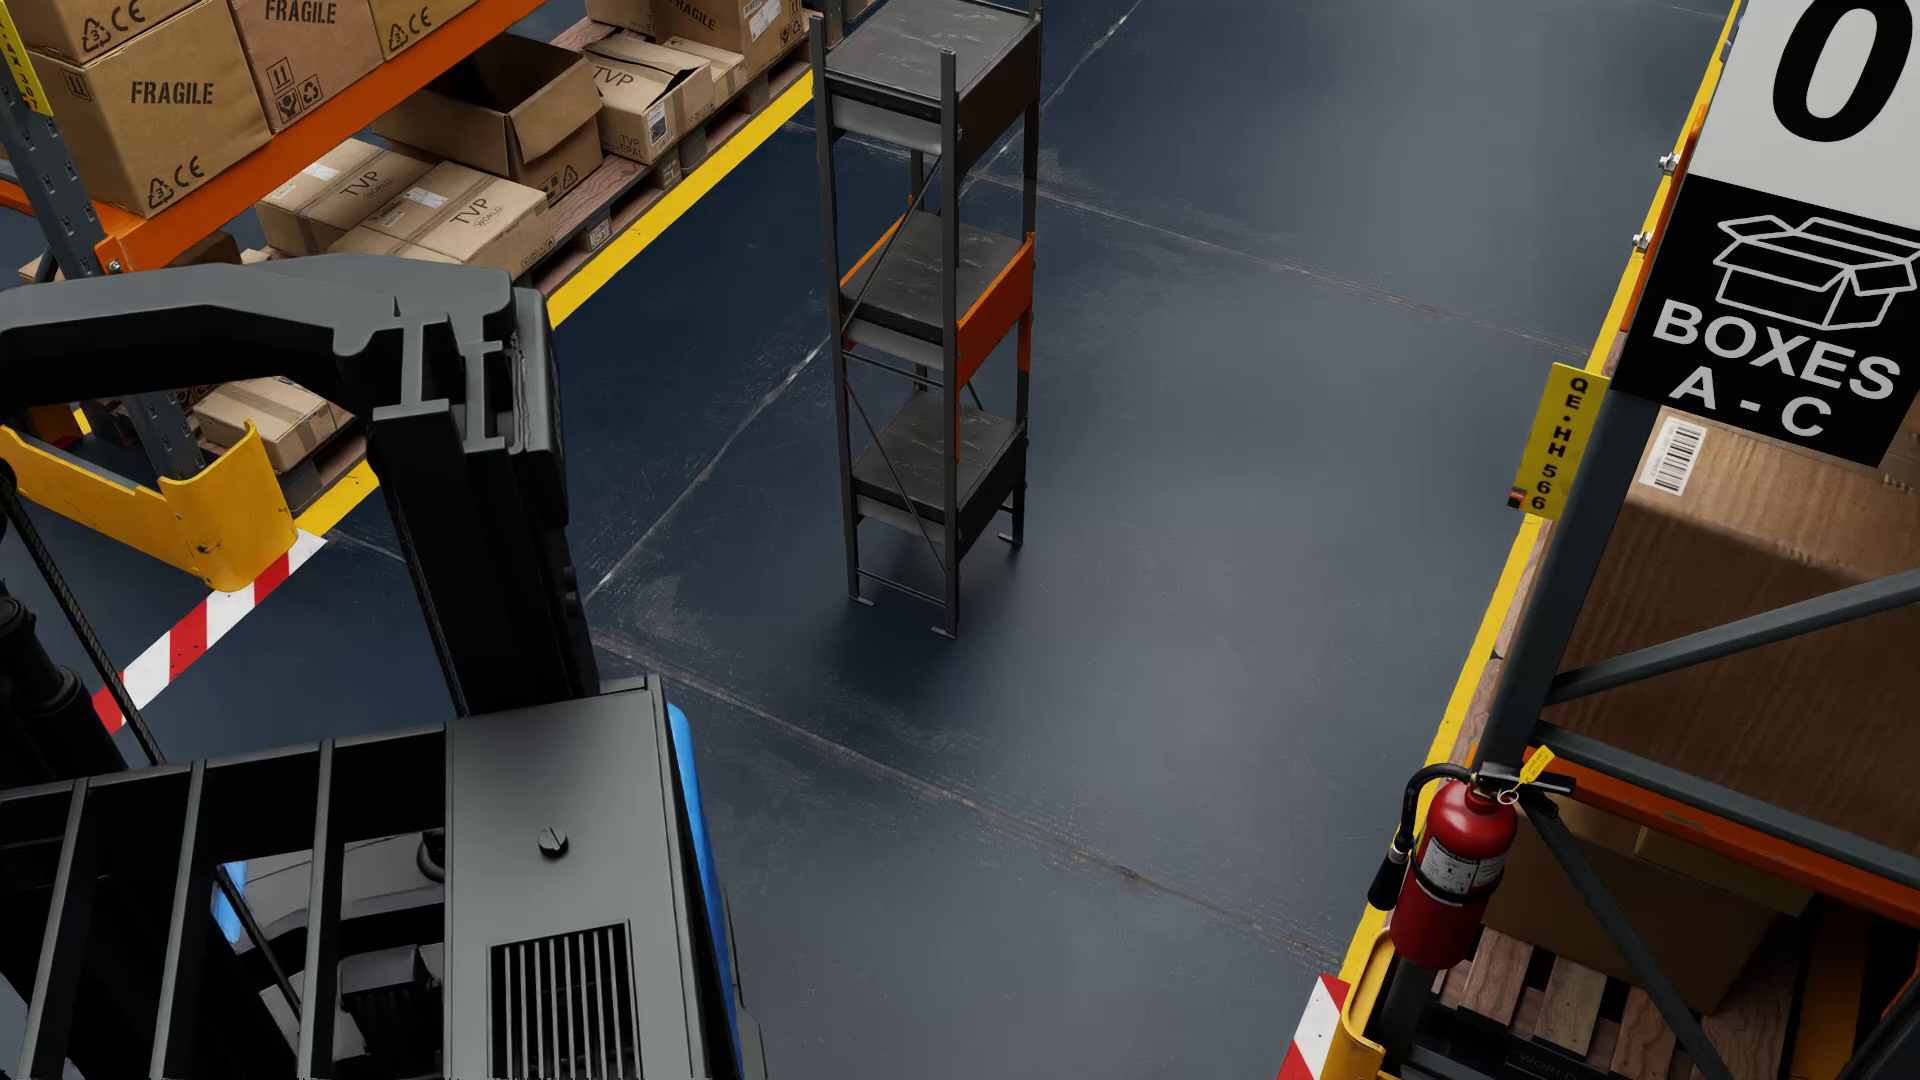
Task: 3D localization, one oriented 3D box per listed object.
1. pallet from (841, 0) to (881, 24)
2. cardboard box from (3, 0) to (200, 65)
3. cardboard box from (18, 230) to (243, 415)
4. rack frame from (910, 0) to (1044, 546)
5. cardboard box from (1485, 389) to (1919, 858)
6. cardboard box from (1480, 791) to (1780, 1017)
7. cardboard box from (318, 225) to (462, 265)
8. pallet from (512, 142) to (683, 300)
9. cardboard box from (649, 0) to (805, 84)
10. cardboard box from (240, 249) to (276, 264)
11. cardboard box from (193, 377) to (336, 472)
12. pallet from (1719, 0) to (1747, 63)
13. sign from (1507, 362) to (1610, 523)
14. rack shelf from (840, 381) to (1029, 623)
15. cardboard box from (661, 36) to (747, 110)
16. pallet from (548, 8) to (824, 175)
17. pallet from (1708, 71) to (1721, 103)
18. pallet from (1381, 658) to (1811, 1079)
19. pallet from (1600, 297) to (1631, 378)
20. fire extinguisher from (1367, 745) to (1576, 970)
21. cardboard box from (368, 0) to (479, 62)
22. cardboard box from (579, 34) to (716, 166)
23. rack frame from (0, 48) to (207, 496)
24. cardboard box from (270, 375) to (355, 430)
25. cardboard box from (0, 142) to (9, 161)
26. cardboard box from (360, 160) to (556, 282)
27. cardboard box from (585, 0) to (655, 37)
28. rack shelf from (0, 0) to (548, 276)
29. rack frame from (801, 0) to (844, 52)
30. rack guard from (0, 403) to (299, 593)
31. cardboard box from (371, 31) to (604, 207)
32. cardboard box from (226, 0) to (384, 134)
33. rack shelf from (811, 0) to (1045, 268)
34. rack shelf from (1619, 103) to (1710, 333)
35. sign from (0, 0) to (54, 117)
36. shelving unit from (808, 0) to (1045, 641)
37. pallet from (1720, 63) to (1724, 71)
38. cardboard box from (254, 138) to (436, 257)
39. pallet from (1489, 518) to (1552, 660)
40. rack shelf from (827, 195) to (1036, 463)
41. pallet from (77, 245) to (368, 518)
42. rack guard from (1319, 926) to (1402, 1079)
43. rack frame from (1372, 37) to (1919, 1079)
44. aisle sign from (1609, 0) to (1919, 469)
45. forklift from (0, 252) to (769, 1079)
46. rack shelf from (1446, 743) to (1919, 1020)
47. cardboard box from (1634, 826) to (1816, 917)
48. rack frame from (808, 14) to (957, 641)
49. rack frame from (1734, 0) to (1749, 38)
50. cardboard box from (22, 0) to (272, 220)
[{"bbox_3d":[-0.700,-3.179,8.744,1.003,0.211,1.213,20,49,19],"label":"pallet"},{"bbox_3d":[-2.461,-1.694,4.542,0.500,0.500,0.500,22,49,20],"label":"cardboard box"},{"bbox_3d":[-2.866,-0.814,5.894,0.500,0.500,0.500,20,49,19],"label":"cardboard box"},{"bbox_3d":[0.036,-0.788,5.052,0.400,2.100,0.015,20,49,19],"label":"rack frame"},{"bbox_3d":[1.717,0.089,3.343,0.980,0.700,0.700,23,50,21],"label":"cardboard box"},{"bbox_3d":[1.725,0.776,4.337,0.700,0.500,0.500,20,49,19],"label":"cardboard box"},{"bbox_3d":[-2.165,-0.867,6.121,0.500,0.250,0.500,20,49,19],"label":"cardboard box"},{"bbox_3d":[-1.929,-1.450,7.035,1.003,0.211,1.213,20,49,19],"label":"pallet"},{"bbox_3d":[-1.057,-2.458,7.518,0.500,0.500,0.500,20,49,19],"label":"cardboard box"},{"bbox_3d":[-2.599,-0.923,6.236,0.380,0.166,0.250,20,49,19],"label":"cardboard box"},{"bbox_3d":[-2.402,-0.417,5.749,0.380,0.149,0.250,20,49,19],"label":"cardboard box"},{"bbox_3d":[1.824,-0.976,2.558,1.003,0.211,1.213,20,49,19],"label":"pallet"},{"bbox_3d":[1.015,-0.160,2.818,0.100,0.325,0.005,20,49,19],"label":"sign"},{"bbox_3d":[-0.077,-0.132,5.408,0.431,0.518,0.480,20,49,19],"label":"rack shelf"},{"bbox_3d":[-1.178,-2.078,7.390,0.380,0.149,0.250,20,49,19],"label":"cardboard box"},{"bbox_3d":[-1.363,-2.222,7.798,1.003,0.211,1.213,20,49,19],"label":"pallet"},{"bbox_3d":[3.637,-1.532,7.116,1.003,0.211,1.213,20,49,19],"label":"pallet"},{"bbox_3d":[1.791,0.969,4.644,1.003,0.211,1.213,20,49,19],"label":"pallet"},{"bbox_3d":[2.923,-0.568,6.163,1.003,0.211,1.213,20,49,19],"label":"pallet"},{"bbox_3d":[1.010,0.619,3.345,0.296,0.674,0.183,20,49,19],"label":"fire extinguisher"},{"bbox_3d":[-1.991,-1.984,5.532,0.500,0.500,0.500,20,49,19],"label":"cardboard box"},{"bbox_3d":[-1.405,-1.919,7.119,0.500,0.311,0.500,20,49,19],"label":"cardboard box"},{"bbox_3d":[-2.901,-1.115,4.743,1.000,3.000,0.127,20,49,19],"label":"rack frame"},{"bbox_3d":[-2.286,-0.581,5.898,0.380,0.166,0.250,20,49,19],"label":"cardboard box"},{"bbox_3d":[-2.934,-1.522,5.075,0.500,0.500,0.500,22,49,20],"label":"cardboard box"},{"bbox_3d":[-1.933,-1.182,6.433,0.500,0.250,0.500,20,49,19],"label":"cardboard box"},{"bbox_3d":[-1.430,-2.651,7.842,0.500,0.311,0.500,20,49,19],"label":"cardboard box"},{"bbox_3d":[-1.972,-2.122,6.244,1.077,0.370,4.000,20,49,19],"label":"rack shelf"},{"bbox_3d":[-1.044,-3.635,7.233,1.000,3.000,0.127,20,49,19],"label":"rack frame"},{"bbox_3d":[-2.865,-0.284,5.679,1.175,0.500,0.348,20,49,19],"label":"rack guard"},{"bbox_3d":[-1.911,-1.726,6.793,0.797,0.503,0.637,20,49,19],"label":"cardboard box"},{"bbox_3d":[-2.226,-1.669,5.220,0.500,0.500,0.500,20,49,19],"label":"cardboard box"},{"bbox_3d":[-0.077,-1.116,4.412,0.431,0.518,0.480,20,49,19],"label":"rack shelf"},{"bbox_3d":[2.417,-1.543,3.563,1.077,0.370,4.000,20,49,19],"label":"rack shelf"},{"bbox_3d":[-2.420,-1.240,4.258,0.100,0.325,0.005,20,49,19],"label":"sign"},{"bbox_3d":[-0.077,-0.634,4.900,0.431,2.100,0.503,20,49,19],"label":"shelving unit"},{"bbox_3d":[4.202,-2.304,7.878,1.003,0.211,1.213,20,49,19],"label":"pallet"},{"bbox_3d":[-2.399,-1.315,6.565,0.500,0.250,0.500,20,49,19],"label":"cardboard box"},{"bbox_3d":[2.358,0.204,5.400,1.003,0.211,1.213,20,49,19],"label":"pallet"},{"bbox_3d":[-0.077,-0.624,4.910,0.431,0.518,0.480,20,49,19],"label":"rack shelf"},{"bbox_3d":[-2.496,-0.685,6.279,1.003,0.211,1.213,20,49,19],"label":"pallet"},{"bbox_3d":[1.478,1.412,4.003,1.175,0.500,0.348,20,49,19],"label":"rack guard"},{"bbox_3d":[1.489,0.519,3.129,1.000,3.000,0.127,20,49,19],"label":"rack frame"},{"bbox_3d":[1.190,-0.449,2.257,0.394,0.787,0.004,20,49,19],"label":"aisle sign"},{"bbox_3d":[-0.841,1.179,2.524,1.130,2.935,3.031,-9,46,-8],"label":"forklift"},{"bbox_3d":[2.417,-0.489,4.630,1.077,0.370,4.000,20,49,19],"label":"rack shelf"},{"bbox_3d":[1.844,0.692,3.963,0.380,0.149,0.250,21,49,19],"label":"cardboard box"},{"bbox_3d":[-0.190,-0.480,4.748,0.400,2.100,0.015,20,49,19],"label":"rack frame"},{"bbox_3d":[1.489,-1.590,0.995,1.000,3.000,0.127,20,49,19],"label":"rack frame"},{"bbox_3d":[-2.461,-1.342,4.897,0.500,0.500,0.500,21,49,20],"label":"cardboard box"}]
